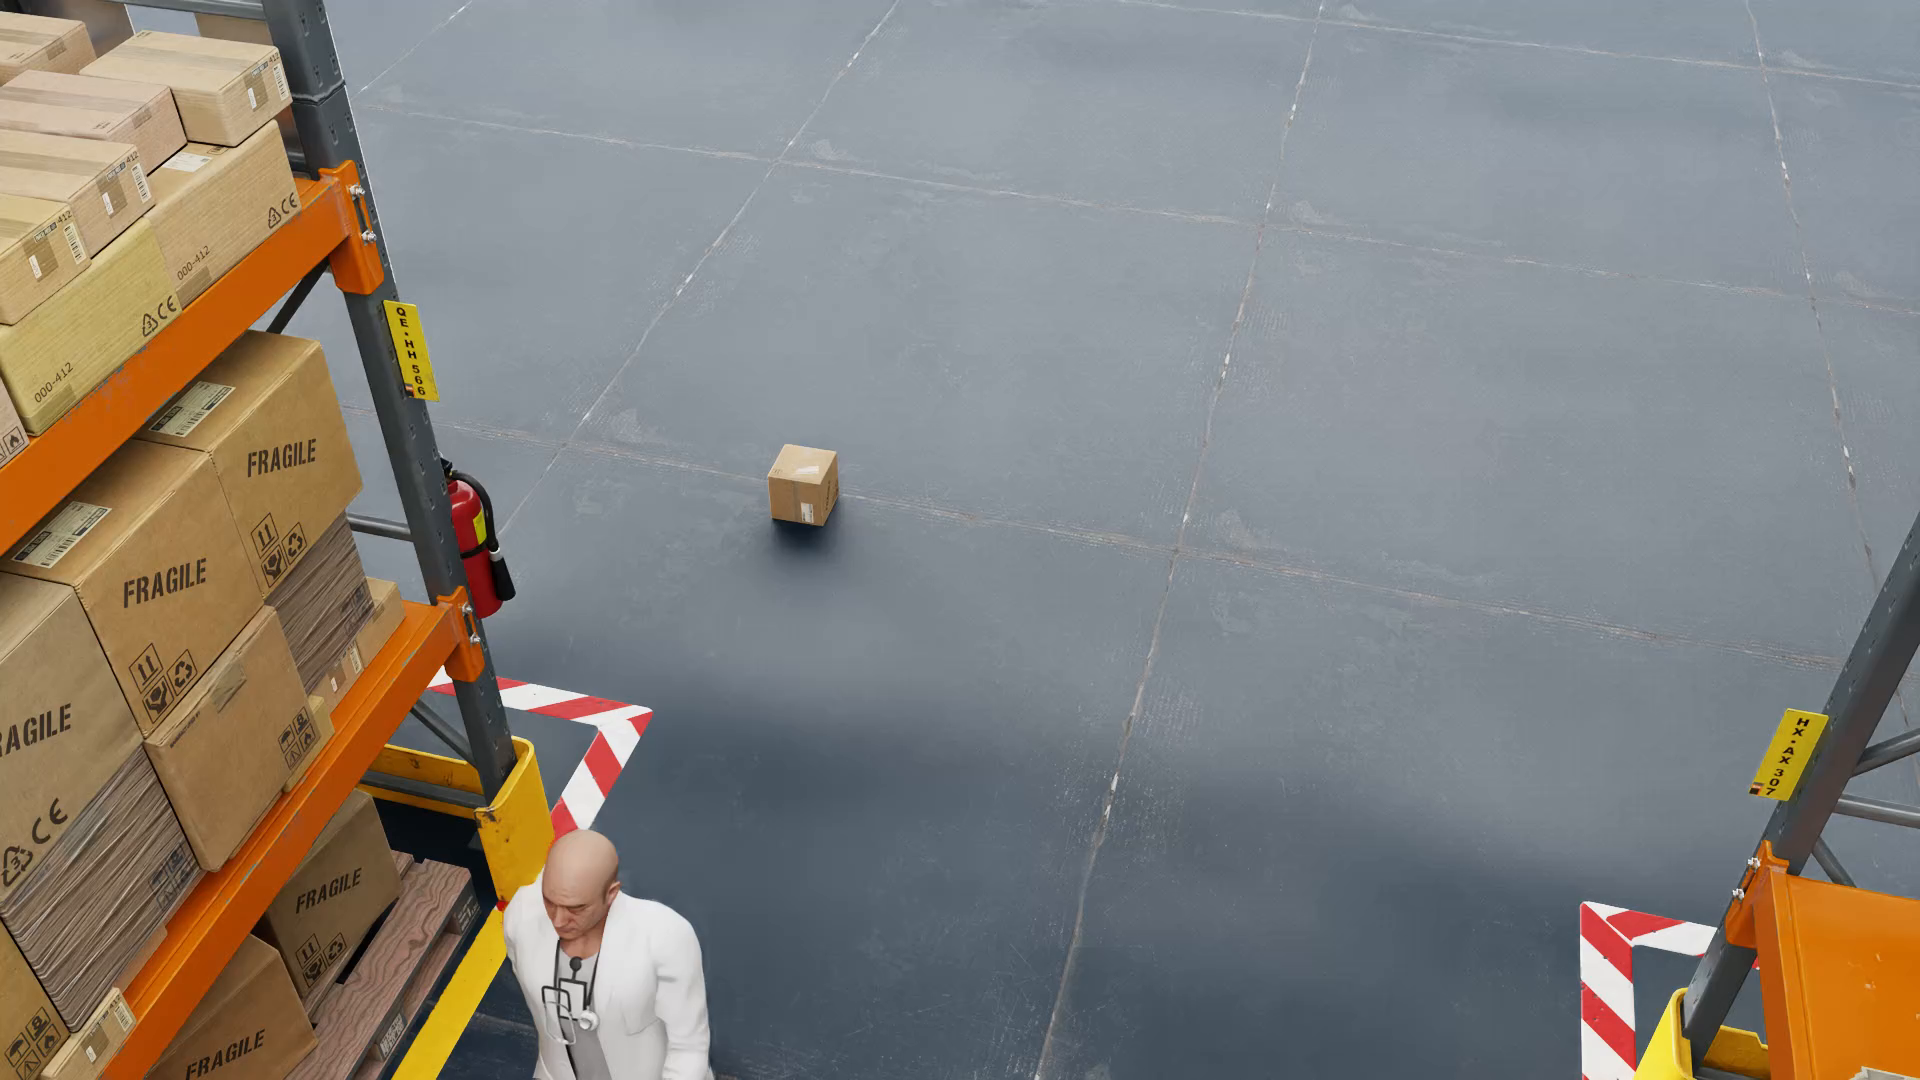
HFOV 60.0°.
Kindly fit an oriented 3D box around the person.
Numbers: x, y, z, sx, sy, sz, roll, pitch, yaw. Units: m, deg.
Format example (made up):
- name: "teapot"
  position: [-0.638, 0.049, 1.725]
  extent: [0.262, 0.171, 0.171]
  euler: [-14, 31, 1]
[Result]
- name: "person"
  position: [-0.936, 1.494, 4.395]
  extent: [0.587, 1.738, 0.988]
  euler: [6, 41, 7]
